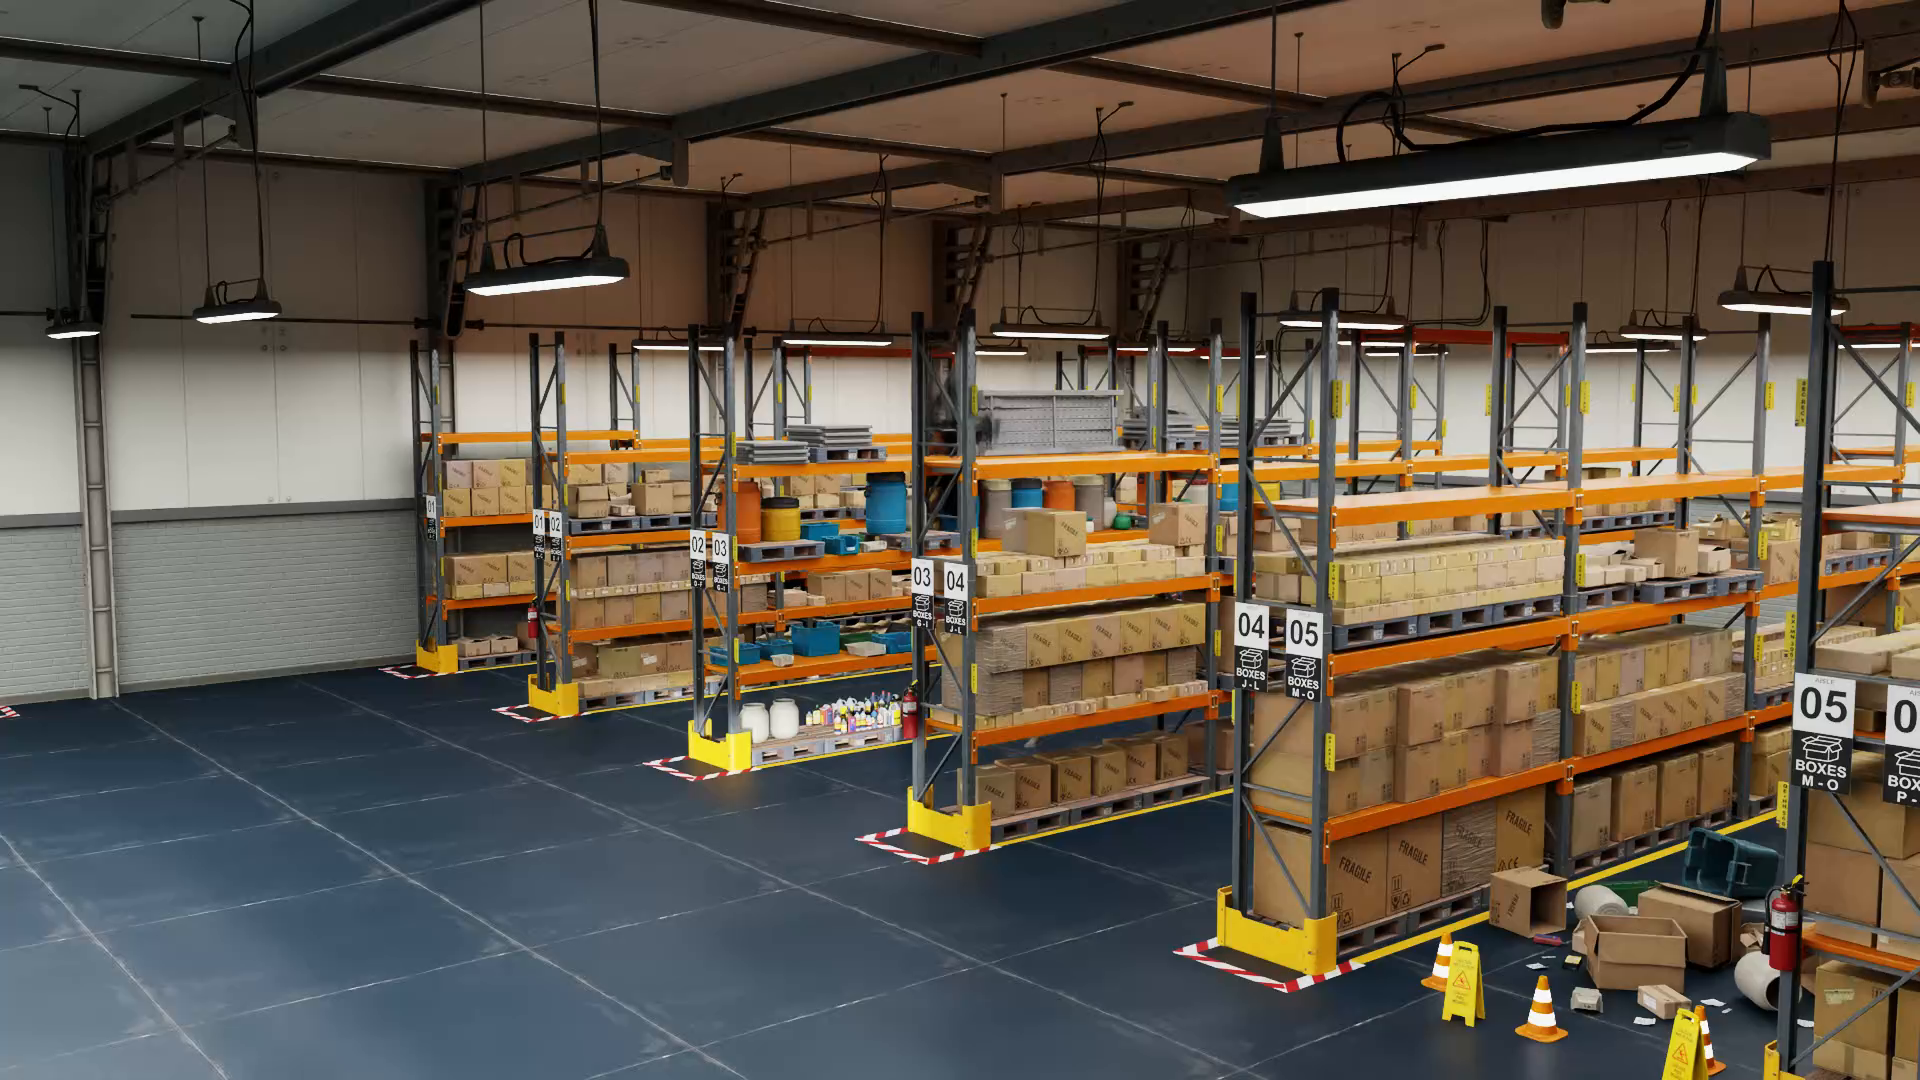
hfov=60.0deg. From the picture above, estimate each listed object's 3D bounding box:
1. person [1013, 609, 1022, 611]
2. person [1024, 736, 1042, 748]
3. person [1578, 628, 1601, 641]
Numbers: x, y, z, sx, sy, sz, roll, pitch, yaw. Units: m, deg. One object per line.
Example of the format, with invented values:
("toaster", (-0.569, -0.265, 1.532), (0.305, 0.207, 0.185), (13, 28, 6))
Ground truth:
("person", (1.247, 1.461, 29.953), (0.701, 1.698, 0.934), (5, 7, 44))
("person", (0.981, 1.964, 22.506), (0.678, 1.733, 0.560), (4, 7, 40))
("person", (9.372, 2.009, 24.661), (0.824, 1.776, 0.669), (-4, 7, -37))
